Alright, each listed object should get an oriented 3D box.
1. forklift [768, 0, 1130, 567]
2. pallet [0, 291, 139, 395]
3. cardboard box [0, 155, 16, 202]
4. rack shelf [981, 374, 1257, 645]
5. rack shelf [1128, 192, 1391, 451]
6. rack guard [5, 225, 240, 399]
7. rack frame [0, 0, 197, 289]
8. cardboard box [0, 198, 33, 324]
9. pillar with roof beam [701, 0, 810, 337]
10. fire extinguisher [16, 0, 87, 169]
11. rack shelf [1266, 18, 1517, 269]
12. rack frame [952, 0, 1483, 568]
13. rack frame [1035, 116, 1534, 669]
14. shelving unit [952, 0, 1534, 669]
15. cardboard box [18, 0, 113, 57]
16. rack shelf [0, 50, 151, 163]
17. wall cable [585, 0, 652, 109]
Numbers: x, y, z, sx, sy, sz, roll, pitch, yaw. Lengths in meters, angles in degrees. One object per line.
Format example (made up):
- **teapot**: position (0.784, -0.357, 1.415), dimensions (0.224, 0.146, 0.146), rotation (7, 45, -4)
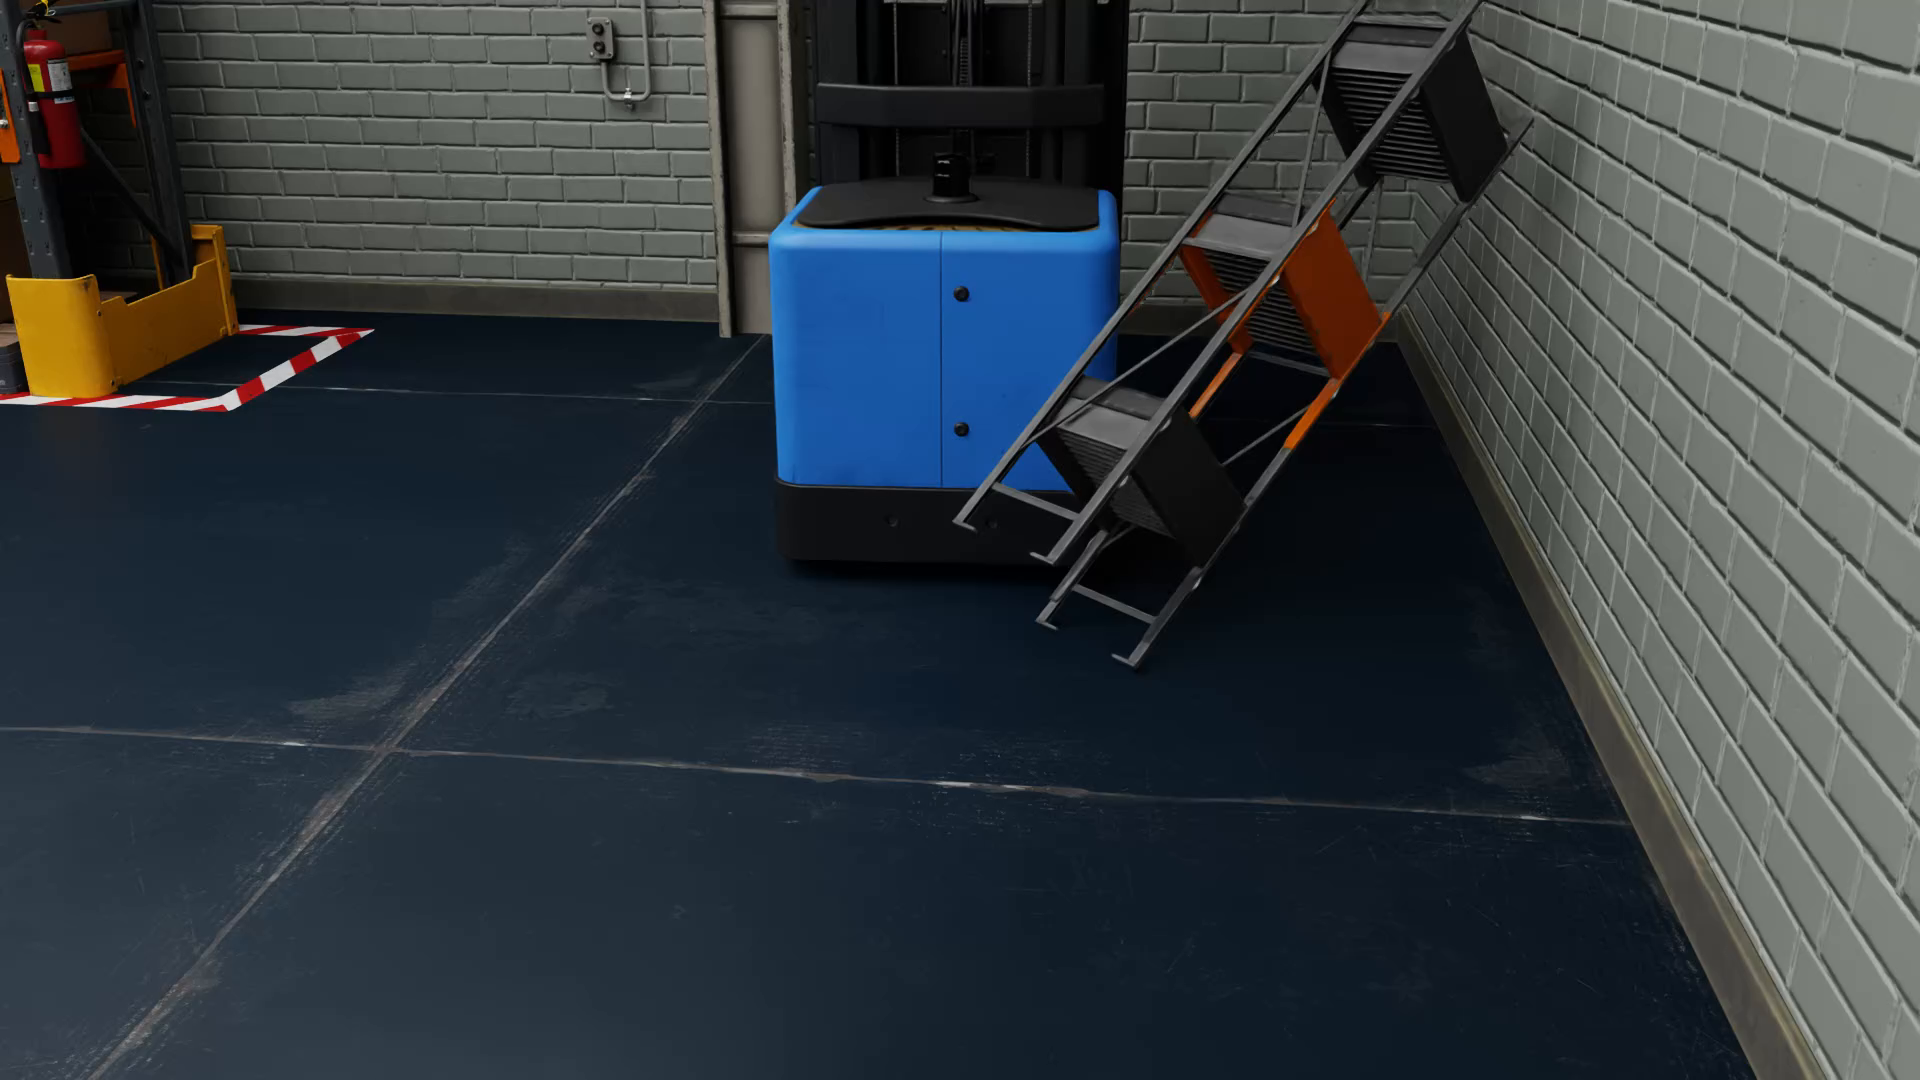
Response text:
- **forklift**: position (0.051, -1.779, 5.953), dimensions (1.130, 2.935, 3.031), rotation (1, 22, 4)
- **pallet**: position (-4.509, -0.913, 7.462), dimensions (1.213, 0.211, 1.003), rotation (2, 22, 6)
- **cardboard box**: position (-4.265, -1.600, 7.353), dimensions (0.250, 0.149, 0.380), rotation (3, 22, 7)
- **rack shelf**: position (0.428, -0.107, 4.570), dimensions (0.431, 0.480, 0.518), rotation (23, 70, 46)
- **rack shelf**: position (0.845, -0.645, 4.734), dimensions (0.431, 0.480, 0.518), rotation (23, 70, 46)
- **rack guard**: position (-3.682, -1.040, 7.391), dimensions (0.348, 0.500, 1.175), rotation (2, 22, 6)
- **rack frame**: position (-3.706, -2.204, 6.934), dimensions (0.127, 3.000, 1.000), rotation (2, 22, 6)
- **cardboard box**: position (-4.413, -1.230, 7.301), dimensions (0.500, 0.500, 0.700), rotation (2, 22, 6)
- **pillar with roof beam**: position (-1.429, -3.621, 2.359), dimensions (0.400, 9.000, 9.100), rotation (2, 22, 6)
- **fire extinguisher**: position (-3.610, -1.819, 6.574), dimensions (0.183, 0.674, 0.296), rotation (2, 22, 6)
- **rack shelf**: position (1.262, -1.182, 4.898), dimensions (0.431, 0.480, 0.518), rotation (23, 70, 46)
- **rack frame**: position (0.735, -0.796, 4.577), dimensions (0.400, 0.015, 2.100), rotation (23, 70, 46)
- **rack frame**: position (0.972, -0.514, 4.898), dimensions (0.400, 0.015, 2.100), rotation (23, 70, 46)
- **shelving unit**: position (0.854, -0.655, 4.737), dimensions (0.431, 0.503, 2.100), rotation (23, 70, 46)
- **cardboard box**: position (-4.213, -2.362, 6.926), dimensions (0.700, 0.700, 0.980), rotation (3, 22, 9)
- **rack shelf**: position (-5.692, -1.956, 7.285), dimensions (4.000, 0.370, 1.077), rotation (2, 22, 6)
- **wall cable**: position (-2.323, -2.966, 7.481), dimensions (1.851, 1.984, 0.084), rotation (2, 22, 6)
